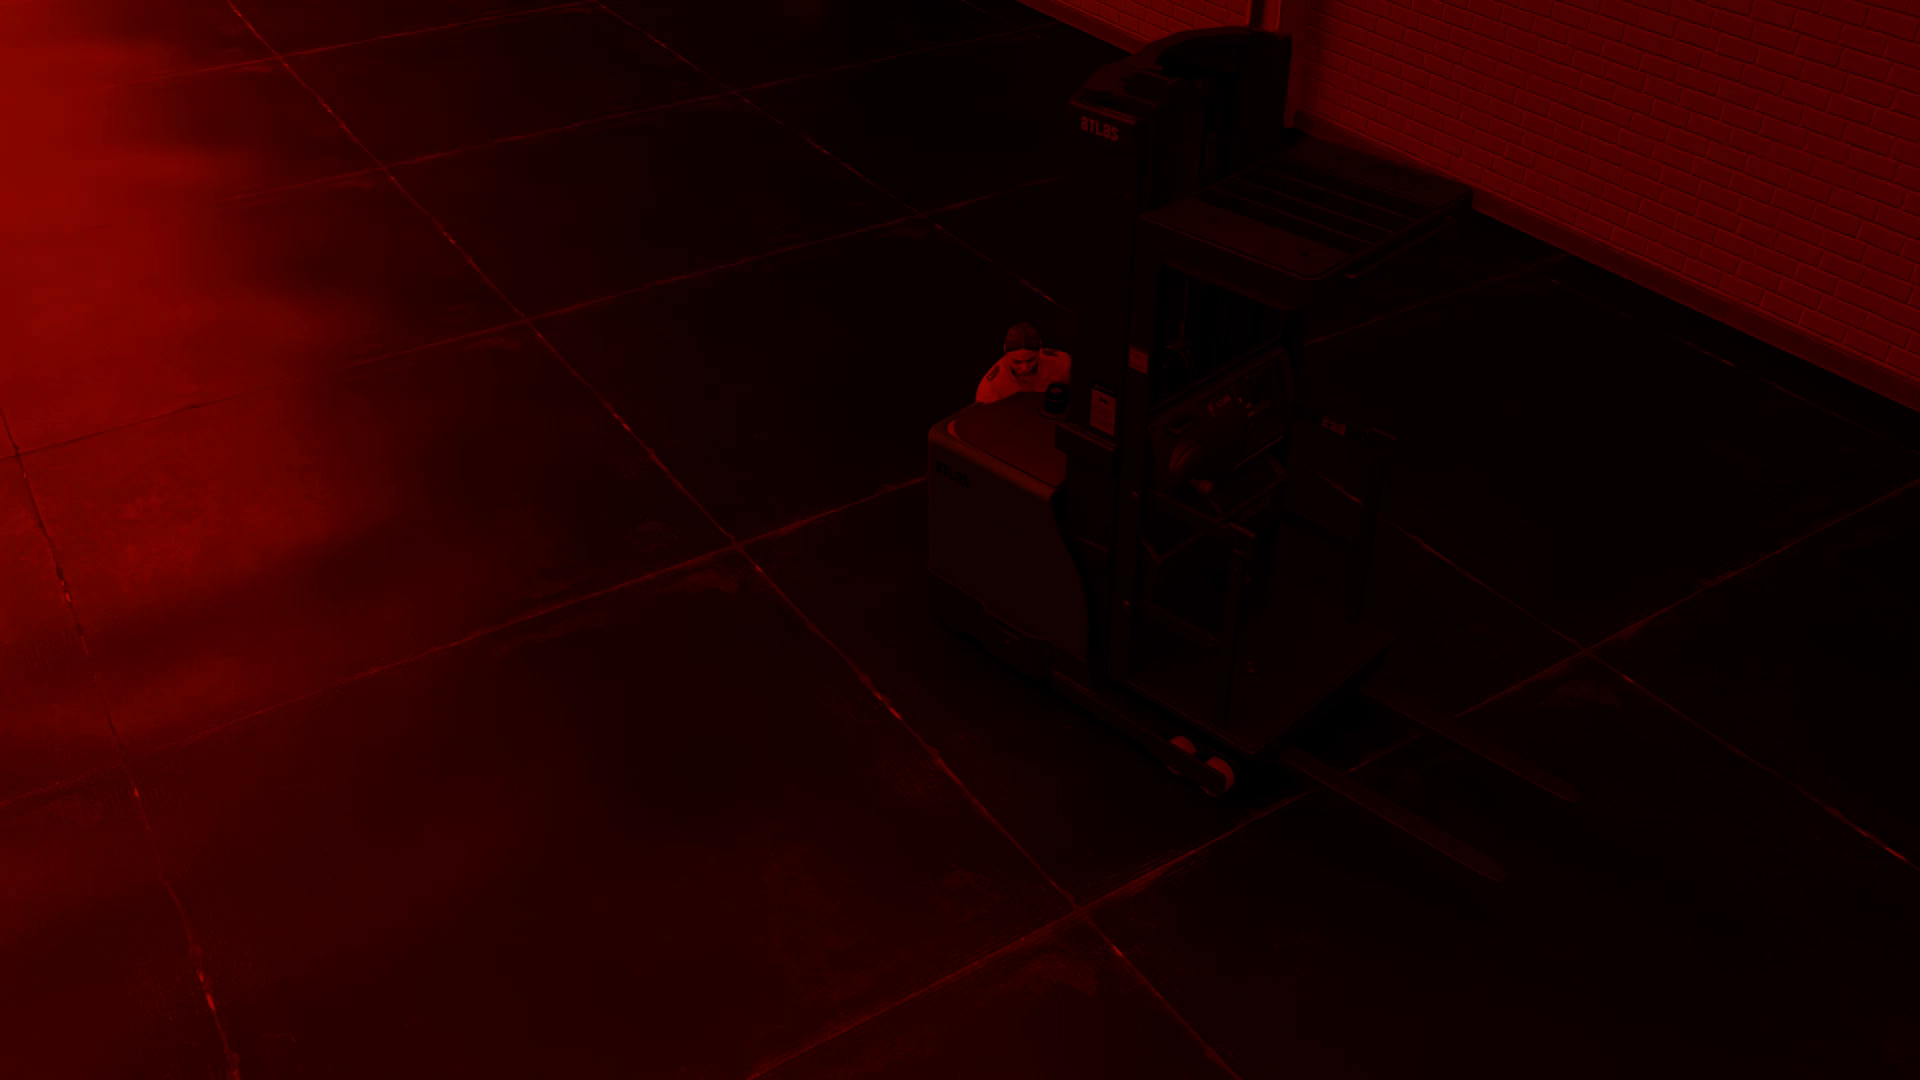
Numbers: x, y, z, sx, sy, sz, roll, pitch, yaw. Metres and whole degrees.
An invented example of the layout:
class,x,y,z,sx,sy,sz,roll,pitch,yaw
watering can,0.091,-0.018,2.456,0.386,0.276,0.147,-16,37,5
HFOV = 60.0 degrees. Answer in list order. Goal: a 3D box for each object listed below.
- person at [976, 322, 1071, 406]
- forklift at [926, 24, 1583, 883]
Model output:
class,x,y,z,sx,sy,sz,roll,pitch,yaw
person,0.362,-0.311,7.871,0.872,1.451,0.680,-6,35,-8
forklift,1.242,-0.439,6.773,3.031,2.935,1.130,29,44,35
